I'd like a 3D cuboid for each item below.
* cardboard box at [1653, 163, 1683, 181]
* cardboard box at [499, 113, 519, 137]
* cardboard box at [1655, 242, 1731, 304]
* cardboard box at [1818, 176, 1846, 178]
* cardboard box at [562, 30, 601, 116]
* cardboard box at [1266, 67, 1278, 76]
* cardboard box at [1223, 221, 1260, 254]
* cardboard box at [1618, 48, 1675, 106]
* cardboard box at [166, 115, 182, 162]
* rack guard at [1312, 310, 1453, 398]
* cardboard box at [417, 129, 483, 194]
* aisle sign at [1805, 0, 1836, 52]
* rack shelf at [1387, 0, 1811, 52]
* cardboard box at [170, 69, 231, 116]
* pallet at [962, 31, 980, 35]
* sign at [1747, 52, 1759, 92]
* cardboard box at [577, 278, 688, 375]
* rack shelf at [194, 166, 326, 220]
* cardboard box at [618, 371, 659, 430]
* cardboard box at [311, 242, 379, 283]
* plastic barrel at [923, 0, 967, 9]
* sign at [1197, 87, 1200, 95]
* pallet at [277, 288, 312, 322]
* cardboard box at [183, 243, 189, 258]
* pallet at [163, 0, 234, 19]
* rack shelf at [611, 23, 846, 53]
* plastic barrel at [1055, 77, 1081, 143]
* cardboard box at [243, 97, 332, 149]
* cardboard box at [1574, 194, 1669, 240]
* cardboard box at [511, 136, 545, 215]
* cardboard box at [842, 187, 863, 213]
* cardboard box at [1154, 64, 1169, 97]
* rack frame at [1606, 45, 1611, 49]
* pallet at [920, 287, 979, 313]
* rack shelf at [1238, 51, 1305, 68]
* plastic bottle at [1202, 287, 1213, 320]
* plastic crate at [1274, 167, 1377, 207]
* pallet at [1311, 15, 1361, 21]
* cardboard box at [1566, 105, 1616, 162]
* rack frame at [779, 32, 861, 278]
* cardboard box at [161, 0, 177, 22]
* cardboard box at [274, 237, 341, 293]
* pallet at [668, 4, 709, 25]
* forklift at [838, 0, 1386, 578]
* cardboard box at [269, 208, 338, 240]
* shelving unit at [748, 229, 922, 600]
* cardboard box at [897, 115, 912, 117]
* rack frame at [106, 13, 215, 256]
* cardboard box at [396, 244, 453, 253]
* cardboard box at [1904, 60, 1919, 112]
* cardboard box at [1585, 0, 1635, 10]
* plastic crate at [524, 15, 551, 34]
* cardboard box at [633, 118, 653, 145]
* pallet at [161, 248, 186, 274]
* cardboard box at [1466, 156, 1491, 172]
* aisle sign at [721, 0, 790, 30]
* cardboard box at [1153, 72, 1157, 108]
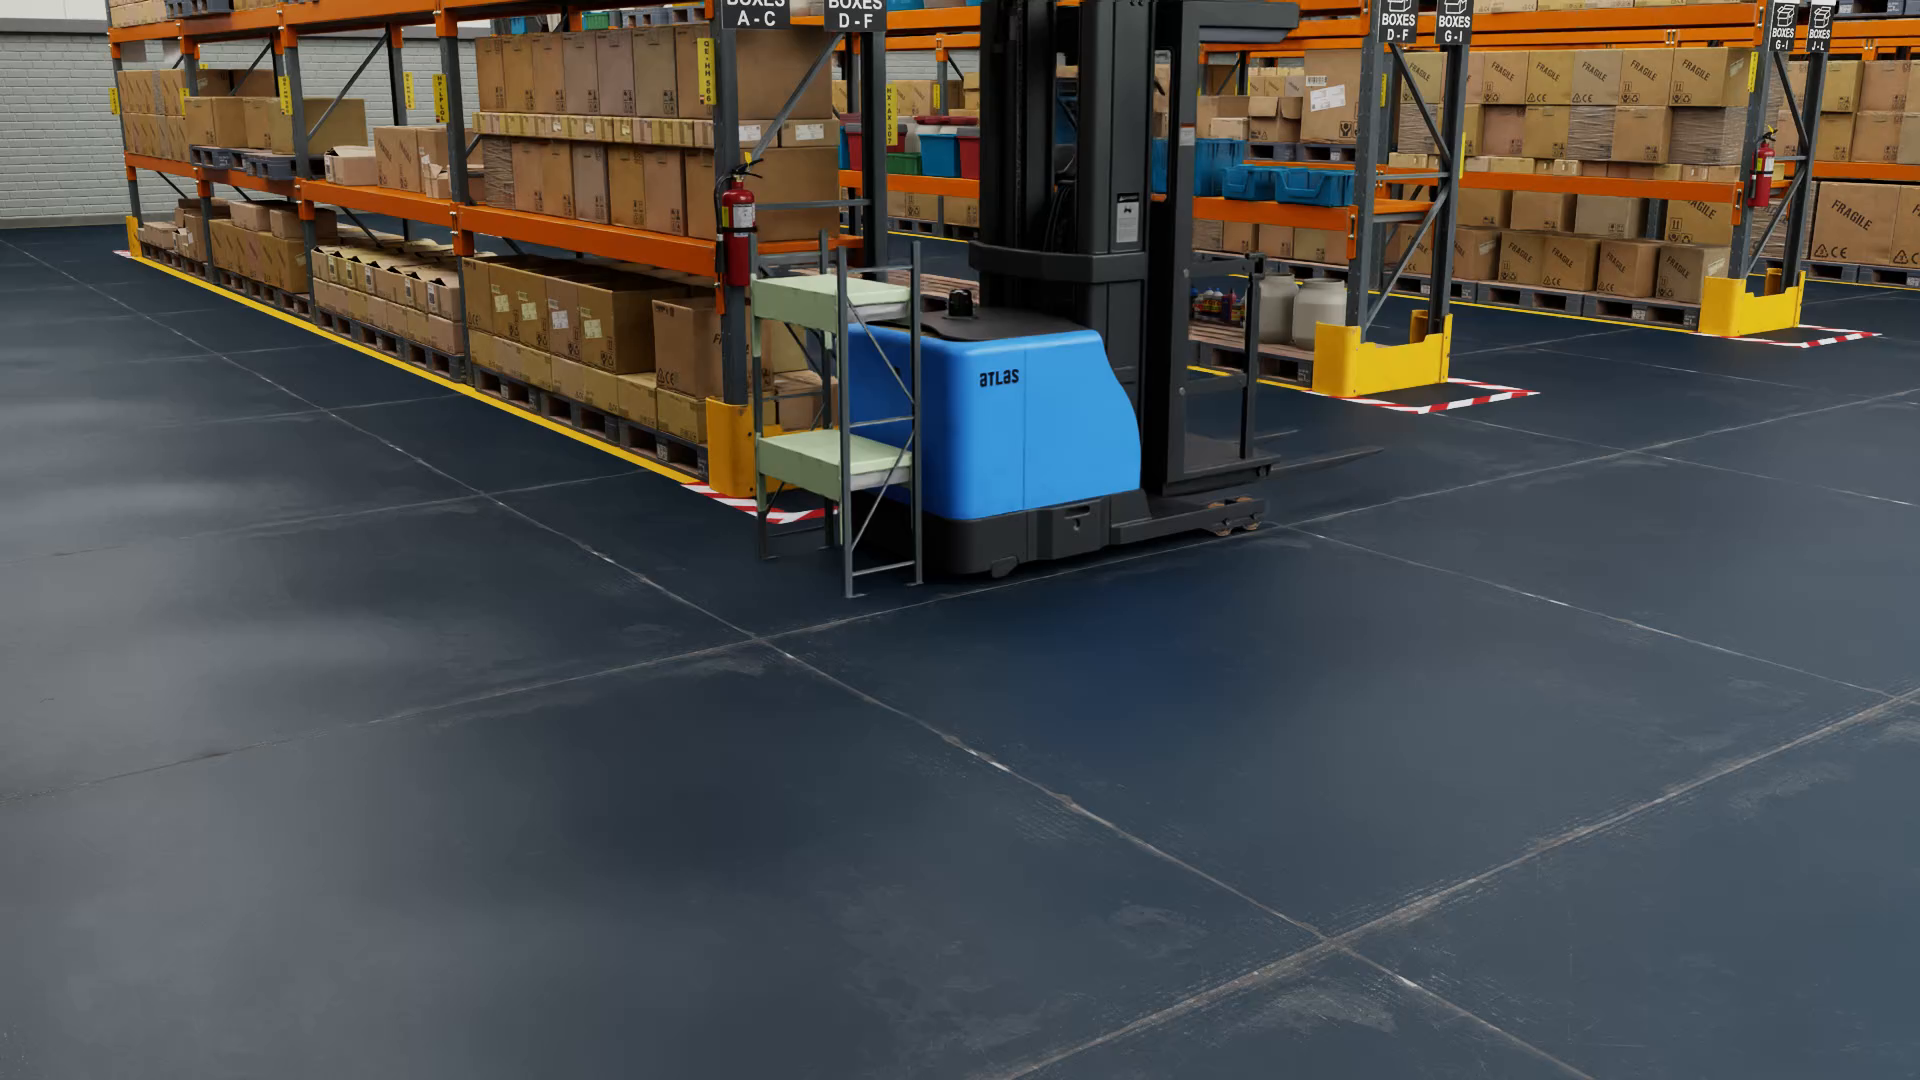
[{"bbox_3d":[6.505,-3.341,15.076,0.380,0.149,0.250,-11,19,-35],"label":"cardboard box"},{"bbox_3d":[-2.890,-2.817,11.268,0.380,0.149,0.250,-11,19,-36],"label":"cardboard box"},{"bbox_3d":[6.821,-2.467,15.348,0.500,0.500,0.500,-7,17,-24],"label":"cardboard box"},{"bbox_3d":[15.246,-6.136,28.514,0.875,0.625,0.625,-10,18,-33],"label":"cardboard box"},{"bbox_3d":[-2.041,-2.910,10.380,0.700,0.500,0.500,-11,19,-34],"label":"cardboard box"},{"bbox_3d":[6.040,-8.895,31.583,0.380,0.149,0.250,-10,18,-33],"label":"cardboard box"},{"bbox_3d":[3.557,-3.673,19.715,0.700,0.500,0.500,-9,18,-30],"label":"cardboard box"},{"bbox_3d":[6.353,-4.193,15.068,0.500,0.500,0.500,-11,19,-35],"label":"cardboard box"},{"bbox_3d":[-8.702,-4.585,18.956,0.500,0.500,0.500,-10,18,-33],"label":"cardboard box"},{"bbox_3d":[3.086,-1.369,12.130,1.175,0.500,0.348,-11,19,-35],"label":"rack guard"},{"bbox_3d":[-3.940,-2.979,13.088,0.500,0.500,0.500,-9,18,-31],"label":"cardboard box"},{"bbox_3d":[7.454,-4.622,14.355,0.394,0.787,0.004,-11,19,-35],"label":"aisle sign"},{"bbox_3d":[5.999,-4.861,15.836,1.077,0.370,4.000,-11,19,-35],"label":"rack shelf"},{"bbox_3d":[-8.403,-4.958,18.426,0.500,0.500,0.500,-11,19,-34],"label":"cardboard box"},{"bbox_3d":[0.698,-7.063,22.881,0.805,0.209,1.217,-12,19,-37],"label":"pallet"},{"bbox_3d":[6.714,-3.963,14.083,0.100,0.325,0.005,-11,19,-35],"label":"sign"},{"bbox_3d":[-1.996,-1.315,10.191,0.500,0.500,0.500,-11,19,-35],"label":"cardboard box"},{"bbox_3d":[-6.720,-3.586,16.858,1.077,0.370,4.000,-11,19,-35],"label":"rack shelf"},{"bbox_3d":[-1.698,-0.847,9.903,0.500,0.250,0.500,-11,19,-35],"label":"cardboard box"},{"bbox_3d":[-5.474,-2.495,14.861,0.500,0.311,0.500,-10,18,-33],"label":"cardboard box"},{"bbox_3d":[-0.042,-5.323,15.210,0.600,0.901,0.600,0,15,0],"label":"plastic barrel"},{"bbox_3d":[3.756,-6.977,26.245,0.100,0.325,0.005,-11,19,-35],"label":"sign"},{"bbox_3d":[-5.953,-2.326,16.175,1.003,0.211,1.213,-11,19,-35],"label":"pallet"},{"bbox_3d":[-8.729,-3.345,19.184,0.380,0.149,0.250,-11,19,-35],"label":"cardboard box"},{"bbox_3d":[-7.569,-5.566,17.404,1.213,0.211,1.003,-11,19,-35],"label":"pallet"},{"bbox_3d":[-2.711,-5.801,19.268,1.077,0.370,4.000,-11,19,-35],"label":"rack shelf"},{"bbox_3d":[0.835,-3.791,15.295,0.600,0.901,0.708,-11,19,-35],"label":"plastic barrel"},{"bbox_3d":[-6.807,-4.243,16.912,0.500,0.500,0.700,12,19,38],"label":"cardboard box"},{"bbox_3d":[8.457,-4.173,21.106,1.050,0.750,0.750,-11,19,-35],"label":"cardboard box"},{"bbox_3d":[-2.611,-2.494,11.318,0.700,0.500,0.500,-11,19,-35],"label":"cardboard box"},{"bbox_3d":[-1.257,-5.610,26.121,0.875,0.875,0.875,-11,19,-35],"label":"cardboard box"},{"bbox_3d":[3.387,-7.487,27.102,0.500,0.500,0.500,-12,19,-36],"label":"cardboard box"},{"bbox_3d":[10.487,-6.581,26.438,1.000,3.000,0.127,-11,19,-35],"label":"rack frame"},{"bbox_3d":[0.324,-2.236,15.847,1.003,0.211,1.213,-11,19,-35],"label":"pallet"},{"bbox_3d":[6.959,-8.962,30.818,1.077,0.370,4.000,-11,19,-35],"label":"rack shelf"},{"bbox_3d":[2.094,-1.992,14.006,0.097,0.271,0.097,0,15,0],"label":"plastic bottle"},{"bbox_3d":[2.632,-2.554,12.008,0.499,0.251,0.616,-11,19,-35],"label":"plastic crate"},{"bbox_3d":[4.546,-5.693,17.868,1.213,0.211,1.003,-11,19,-35],"label":"pallet"},{"bbox_3d":[6.224,-3.849,15.705,0.875,0.500,0.500,-11,19,-35],"label":"cardboard box"},{"bbox_3d":[-1.535,-4.274,18.009,1.000,3.000,0.127,-11,19,-35],"label":"rack frame"},{"bbox_3d":[-8.397,-5.797,18.176,0.500,0.250,0.500,-11,19,-35],"label":"cardboard box"},{"bbox_3d":[-6.284,-2.676,16.071,0.500,0.500,0.500,-10,18,-32],"label":"cardboard box"},{"bbox_3d":[-2.678,-6.090,19.319,1.003,0.211,1.213,-11,19,-35],"label":"pallet"},{"bbox_3d":[0.903,-1.532,8.121,3.031,2.935,1.130,-11,19,-35],"label":"forklift"},{"bbox_3d":[-6.320,-3.049,16.014,0.500,0.250,0.500,-10,18,-32],"label":"cardboard box"},{"bbox_3d":[-0.551,-0.579,7.350,0.431,1.500,0.755,-11,19,-35],"label":"shelving unit"},{"bbox_3d":[-0.659,-6.132,24.517,0.500,0.250,0.500,-10,18,-33],"label":"cardboard box"},{"bbox_3d":[-10.248,-5.214,21.444,1.000,3.000,0.127,-11,19,-35],"label":"rack frame"},{"bbox_3d":[-4.726,-2.469,14.766,0.500,0.311,0.500,-11,19,-35],"label":"cardboard box"},{"bbox_3d":[10.662,-4.864,17.836,0.875,0.550,0.550,-11,19,-35],"label":"cardboard box"},{"bbox_3d":[6.096,-4.989,15.225,0.500,0.250,0.500,-10,18,-33],"label":"cardboard box"},{"bbox_3d":[-5.563,-7.030,22.515,0.504,0.338,0.767,-11,19,-35],"label":"plastic crate"},{"bbox_3d":[-1.671,-2.375,9.653,0.380,0.149,0.250,-11,19,-34],"label":"cardboard box"},{"bbox_3d":[-9.020,-3.422,20.181,1.003,0.211,1.213,-11,19,-35],"label":"pallet"},{"bbox_3d":[5.280,-3.758,16.602,0.380,0.149,0.250,-11,19,-35],"label":"cardboard box"},{"bbox_3d":[-1.039,-2.992,8.400,0.394,0.787,0.004,-11,19,-35],"label":"aisle sign"},{"bbox_3d":[2.054,-5.733,21.252,0.797,0.503,0.637,-10,18,-33],"label":"cardboard box"}]
